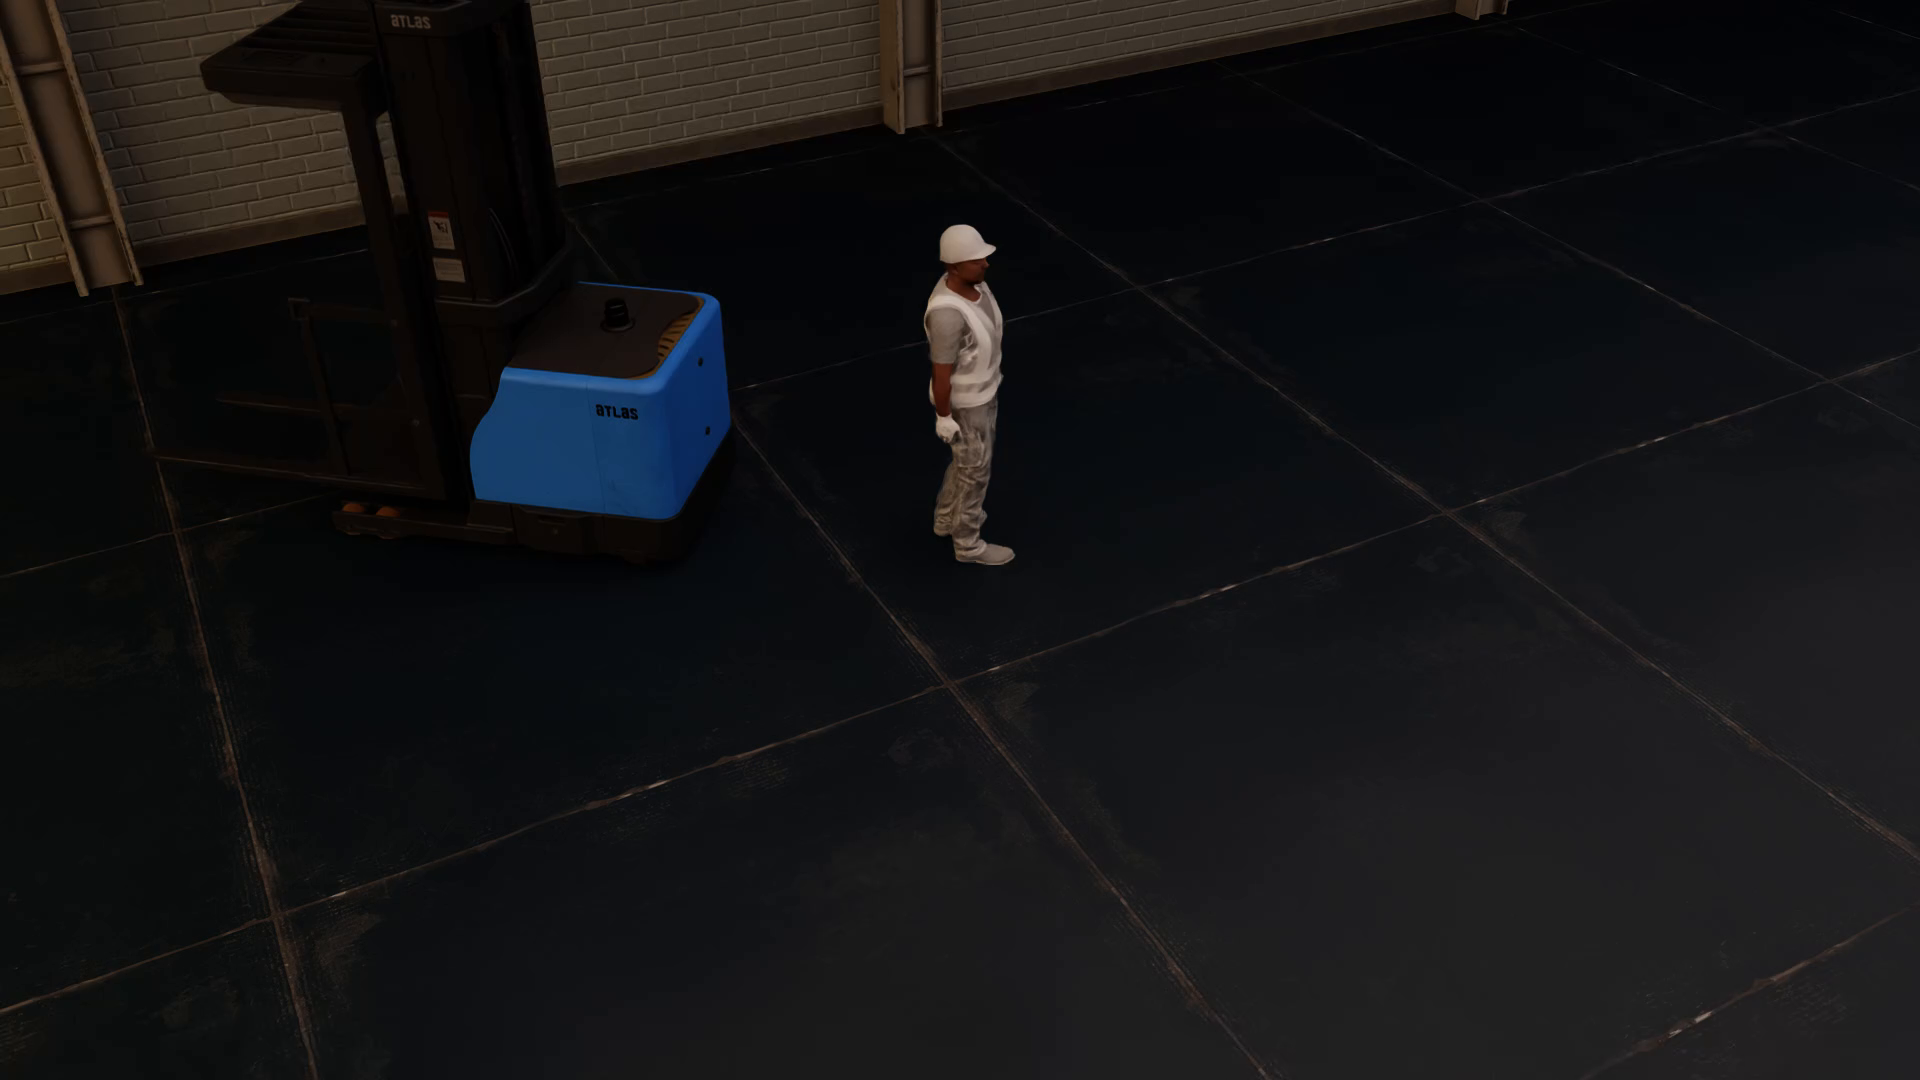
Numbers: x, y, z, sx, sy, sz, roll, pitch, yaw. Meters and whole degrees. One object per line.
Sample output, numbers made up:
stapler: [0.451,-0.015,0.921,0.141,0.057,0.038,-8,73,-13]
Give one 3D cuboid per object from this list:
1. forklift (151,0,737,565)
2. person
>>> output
forklift: [-2.795,-1.491,8.232,3.031,2.935,1.130,7,36,9]
person: [0.087,-0.724,8.178,0.476,1.781,0.637,8,36,12]
